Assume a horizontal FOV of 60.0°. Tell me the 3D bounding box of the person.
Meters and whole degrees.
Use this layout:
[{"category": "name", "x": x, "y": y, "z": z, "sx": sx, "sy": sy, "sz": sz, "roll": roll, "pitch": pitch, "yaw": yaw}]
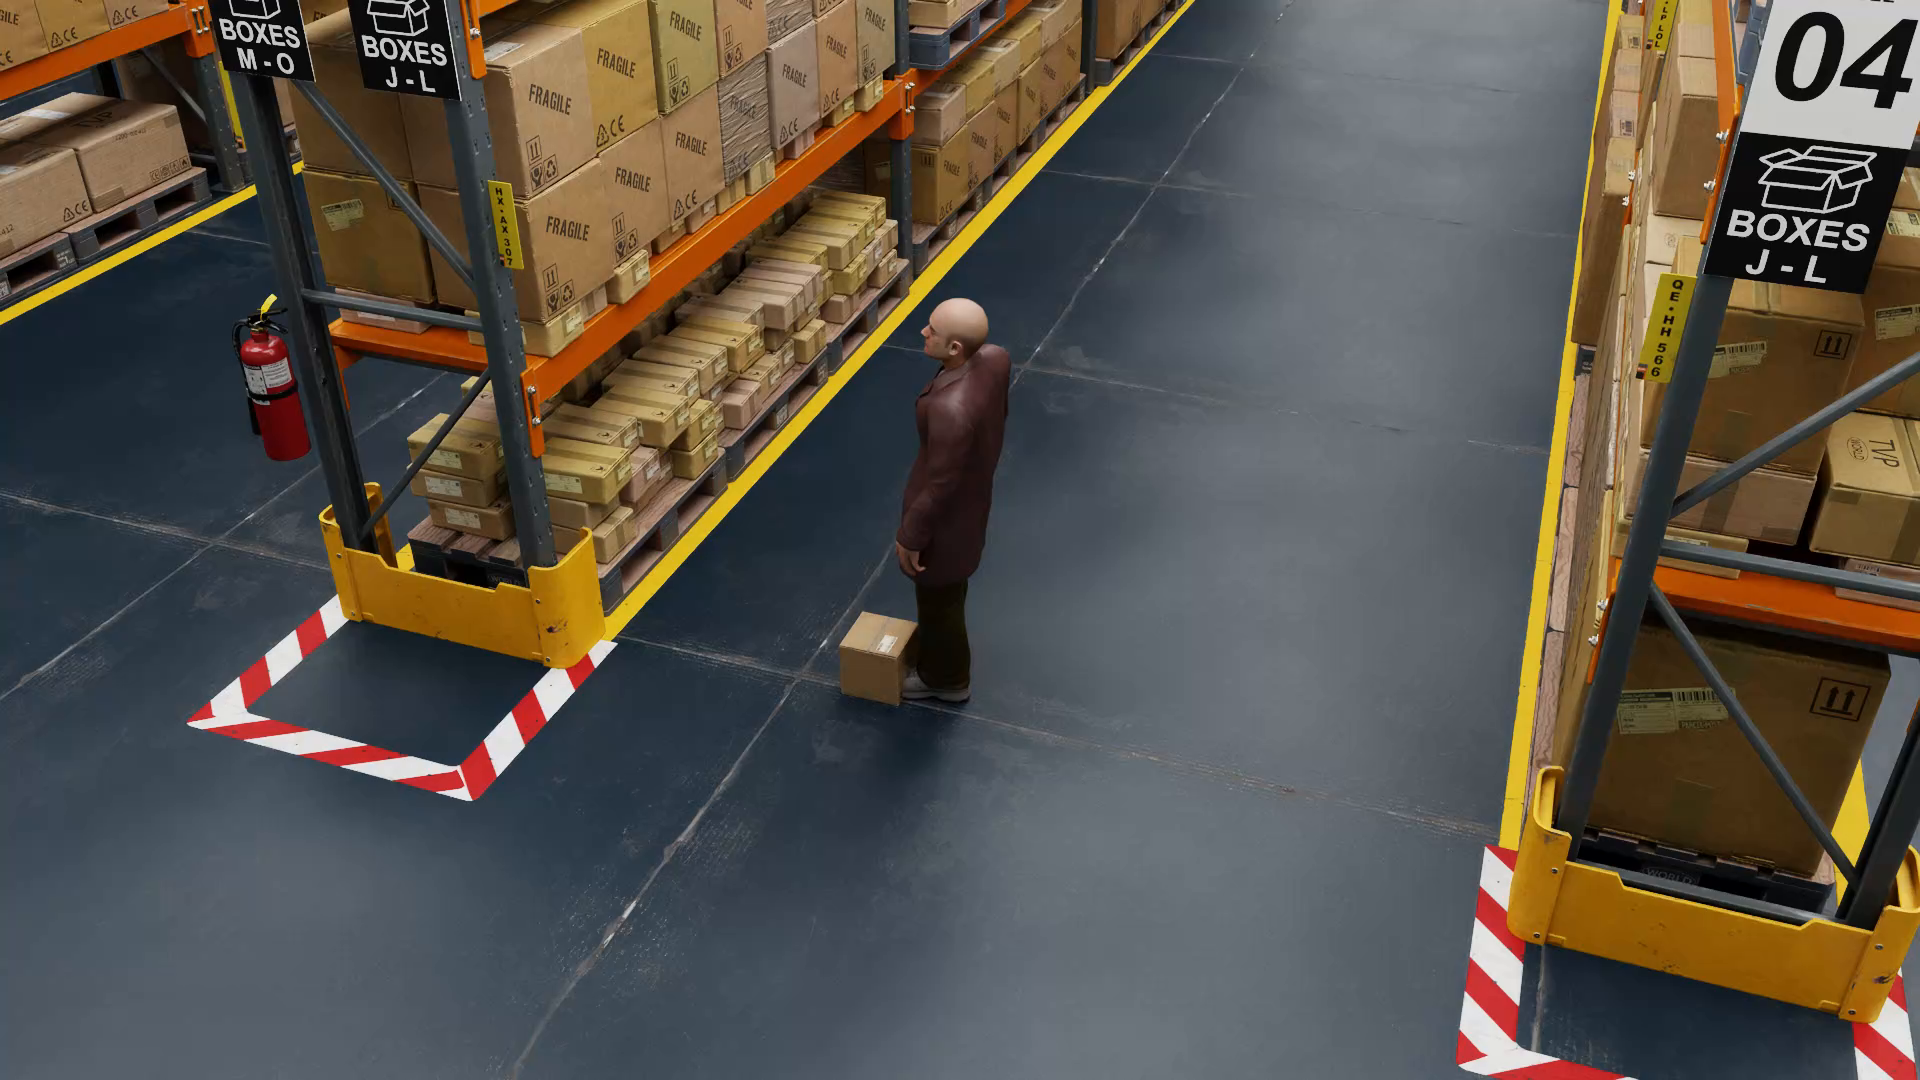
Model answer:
[{"category": "person", "x": -0.138, "y": -0.141, "z": 6.355, "sx": 0.582, "sy": 1.775, "sz": 0.694, "roll": 11, "pitch": 34, "yaw": 17}]
